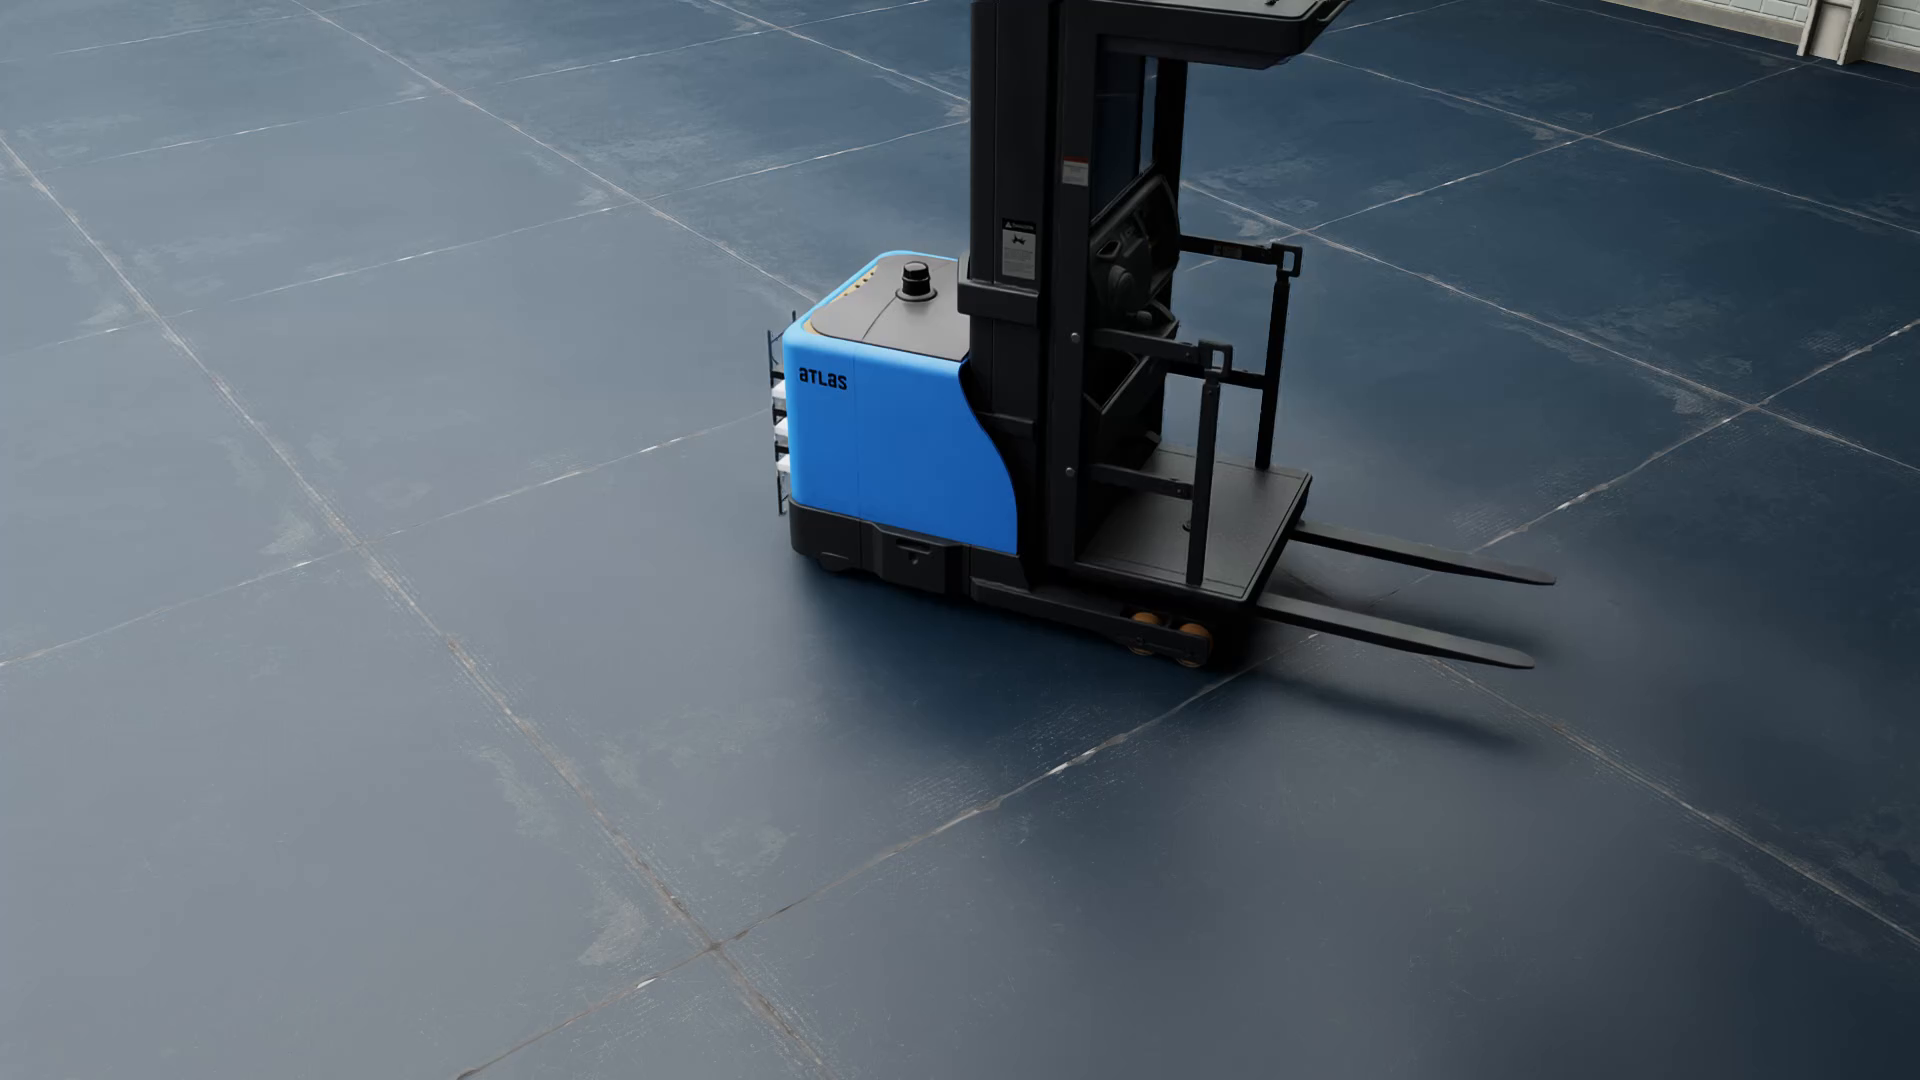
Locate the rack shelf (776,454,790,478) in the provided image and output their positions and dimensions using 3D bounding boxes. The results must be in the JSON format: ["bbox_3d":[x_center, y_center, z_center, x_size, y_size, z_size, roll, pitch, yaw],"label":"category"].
[{"bbox_3d":[-0.664,-0.346,7.358,0.200,0.077,0.258,13,34,20],"label":"rack shelf"}]

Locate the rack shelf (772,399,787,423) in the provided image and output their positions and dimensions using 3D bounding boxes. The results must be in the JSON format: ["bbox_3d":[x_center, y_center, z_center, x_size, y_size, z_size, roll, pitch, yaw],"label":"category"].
[{"bbox_3d":[-0.664,-0.575,7.216,0.200,0.077,0.258,13,34,20],"label":"rack shelf"}]

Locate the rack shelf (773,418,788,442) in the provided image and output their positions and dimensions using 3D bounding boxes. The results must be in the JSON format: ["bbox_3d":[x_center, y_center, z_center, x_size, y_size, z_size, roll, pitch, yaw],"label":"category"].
[{"bbox_3d":[-0.664,-0.499,7.263,0.200,0.077,0.258,13,34,20],"label":"rack shelf"}]

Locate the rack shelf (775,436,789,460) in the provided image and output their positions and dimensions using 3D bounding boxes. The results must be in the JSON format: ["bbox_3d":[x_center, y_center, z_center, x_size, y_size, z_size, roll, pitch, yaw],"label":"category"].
[{"bbox_3d":[-0.664,-0.422,7.311,0.200,0.077,0.258,13,34,20],"label":"rack shelf"}]

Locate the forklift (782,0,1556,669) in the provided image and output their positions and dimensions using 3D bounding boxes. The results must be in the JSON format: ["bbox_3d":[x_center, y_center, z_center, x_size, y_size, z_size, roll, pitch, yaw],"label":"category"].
[{"bbox_3d":[0.844,-1.071,6.197,3.031,2.935,1.130,13,34,20],"label":"forklift"}]

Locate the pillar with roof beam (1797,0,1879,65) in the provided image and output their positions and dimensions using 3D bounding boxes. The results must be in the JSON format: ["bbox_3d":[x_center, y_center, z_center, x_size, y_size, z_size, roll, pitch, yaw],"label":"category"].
[{"bbox_3d":[3.725,-6.394,9.015,9.100,9.000,0.400,-22,38,-31],"label":"pillar with roof beam"}]

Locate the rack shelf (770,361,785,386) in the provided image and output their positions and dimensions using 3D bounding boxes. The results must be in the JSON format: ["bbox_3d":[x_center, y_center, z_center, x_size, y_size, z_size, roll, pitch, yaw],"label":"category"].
[{"bbox_3d":[-0.664,-0.728,7.121,0.200,0.077,0.258,13,34,20],"label":"rack shelf"}]

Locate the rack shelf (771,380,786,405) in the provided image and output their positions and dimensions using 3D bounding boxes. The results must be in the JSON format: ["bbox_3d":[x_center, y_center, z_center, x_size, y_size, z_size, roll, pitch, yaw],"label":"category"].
[{"bbox_3d":[-0.664,-0.652,7.168,0.200,0.077,0.258,13,34,20],"label":"rack shelf"}]

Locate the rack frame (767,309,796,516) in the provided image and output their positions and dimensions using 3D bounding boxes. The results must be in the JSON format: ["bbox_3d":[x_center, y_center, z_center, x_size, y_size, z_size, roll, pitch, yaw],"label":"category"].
[{"bbox_3d":[-0.757,-0.549,7.281,0.006,0.900,0.240,13,34,20],"label":"rack frame"}]

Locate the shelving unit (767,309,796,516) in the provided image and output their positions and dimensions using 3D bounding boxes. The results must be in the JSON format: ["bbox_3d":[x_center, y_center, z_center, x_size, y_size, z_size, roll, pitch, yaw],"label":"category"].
[{"bbox_3d":[-0.664,-0.527,7.246,0.210,0.900,0.258,13,34,20],"label":"shelving unit"}]
